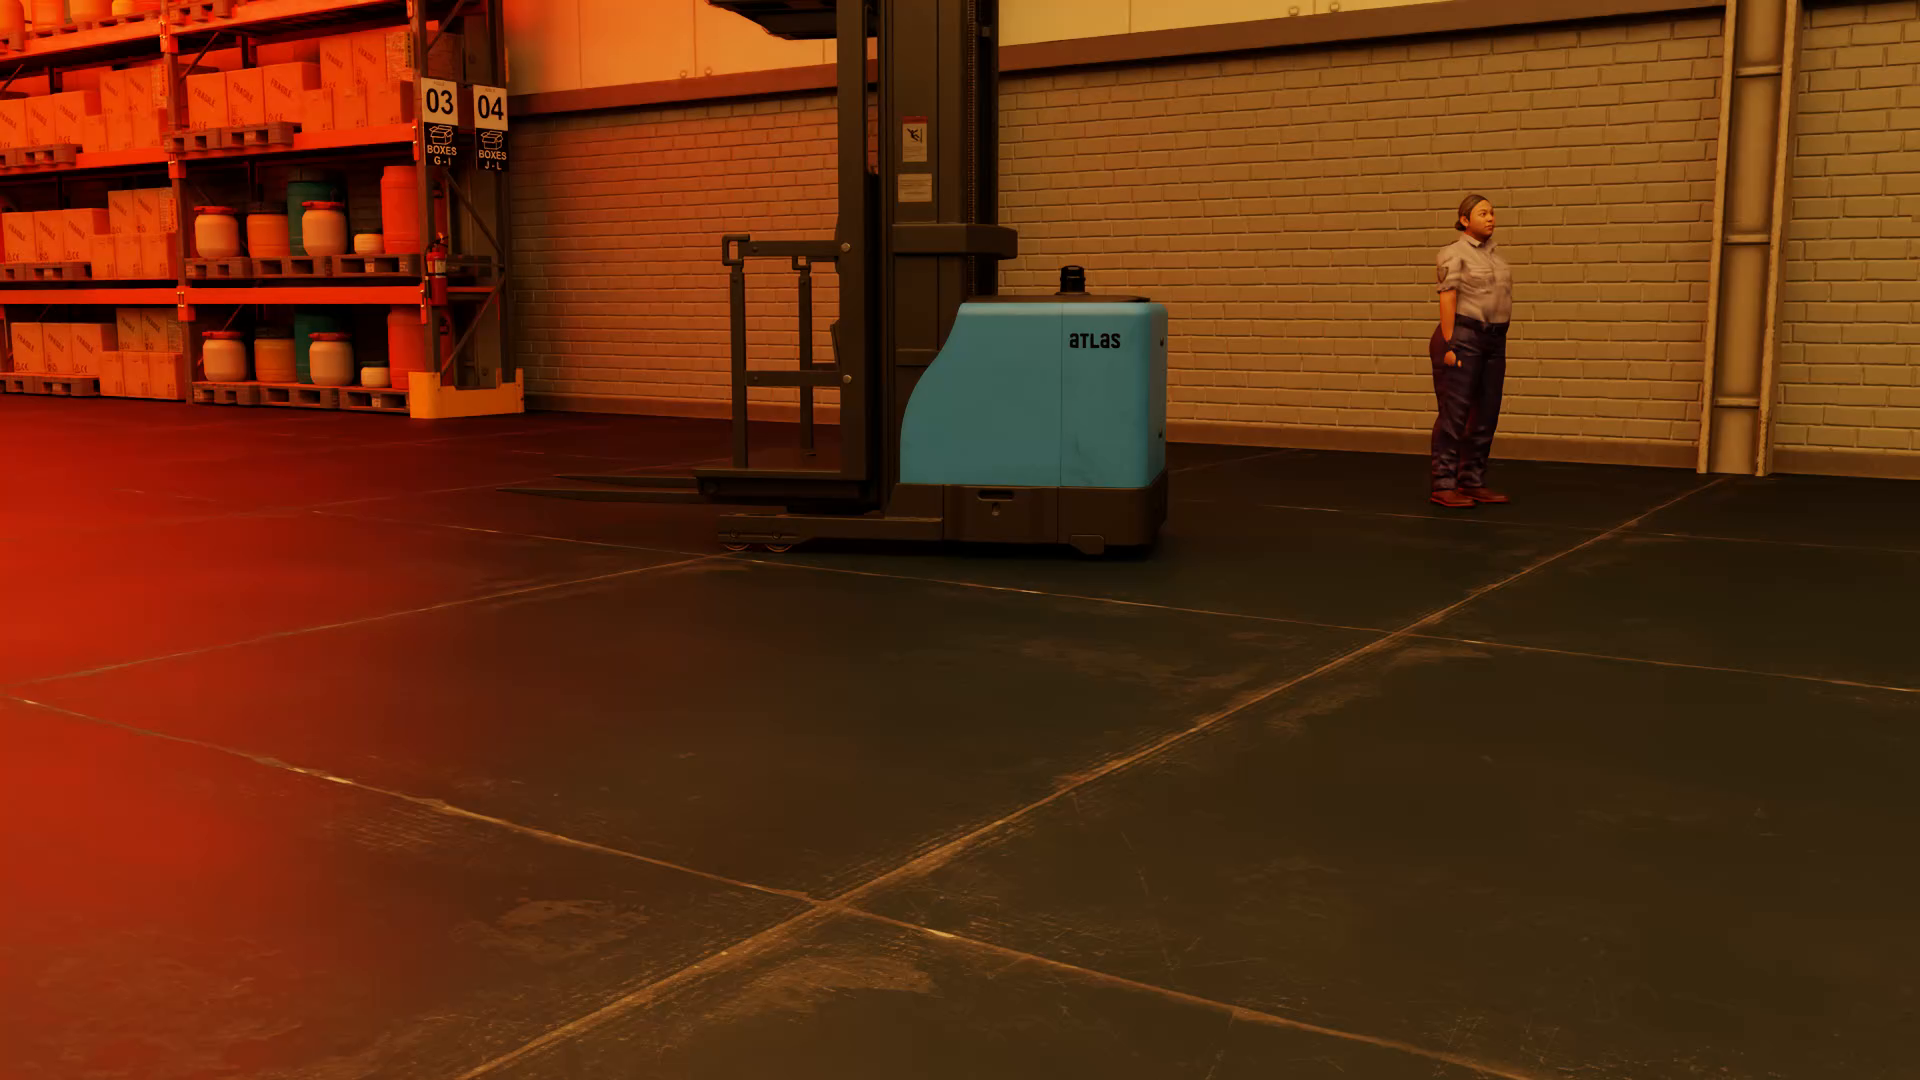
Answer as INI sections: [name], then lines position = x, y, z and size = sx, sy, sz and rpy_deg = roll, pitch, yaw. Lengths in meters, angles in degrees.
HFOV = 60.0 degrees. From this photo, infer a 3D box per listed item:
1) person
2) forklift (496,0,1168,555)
[person]
position = 2.741, -1.013, 8.905
size = 0.482, 1.650, 0.368
rpy_deg = -6, 10, -37
[forklift]
position = -0.596, -1.469, 7.520
size = 3.031, 2.935, 1.130
rpy_deg = 2, 8, 12
